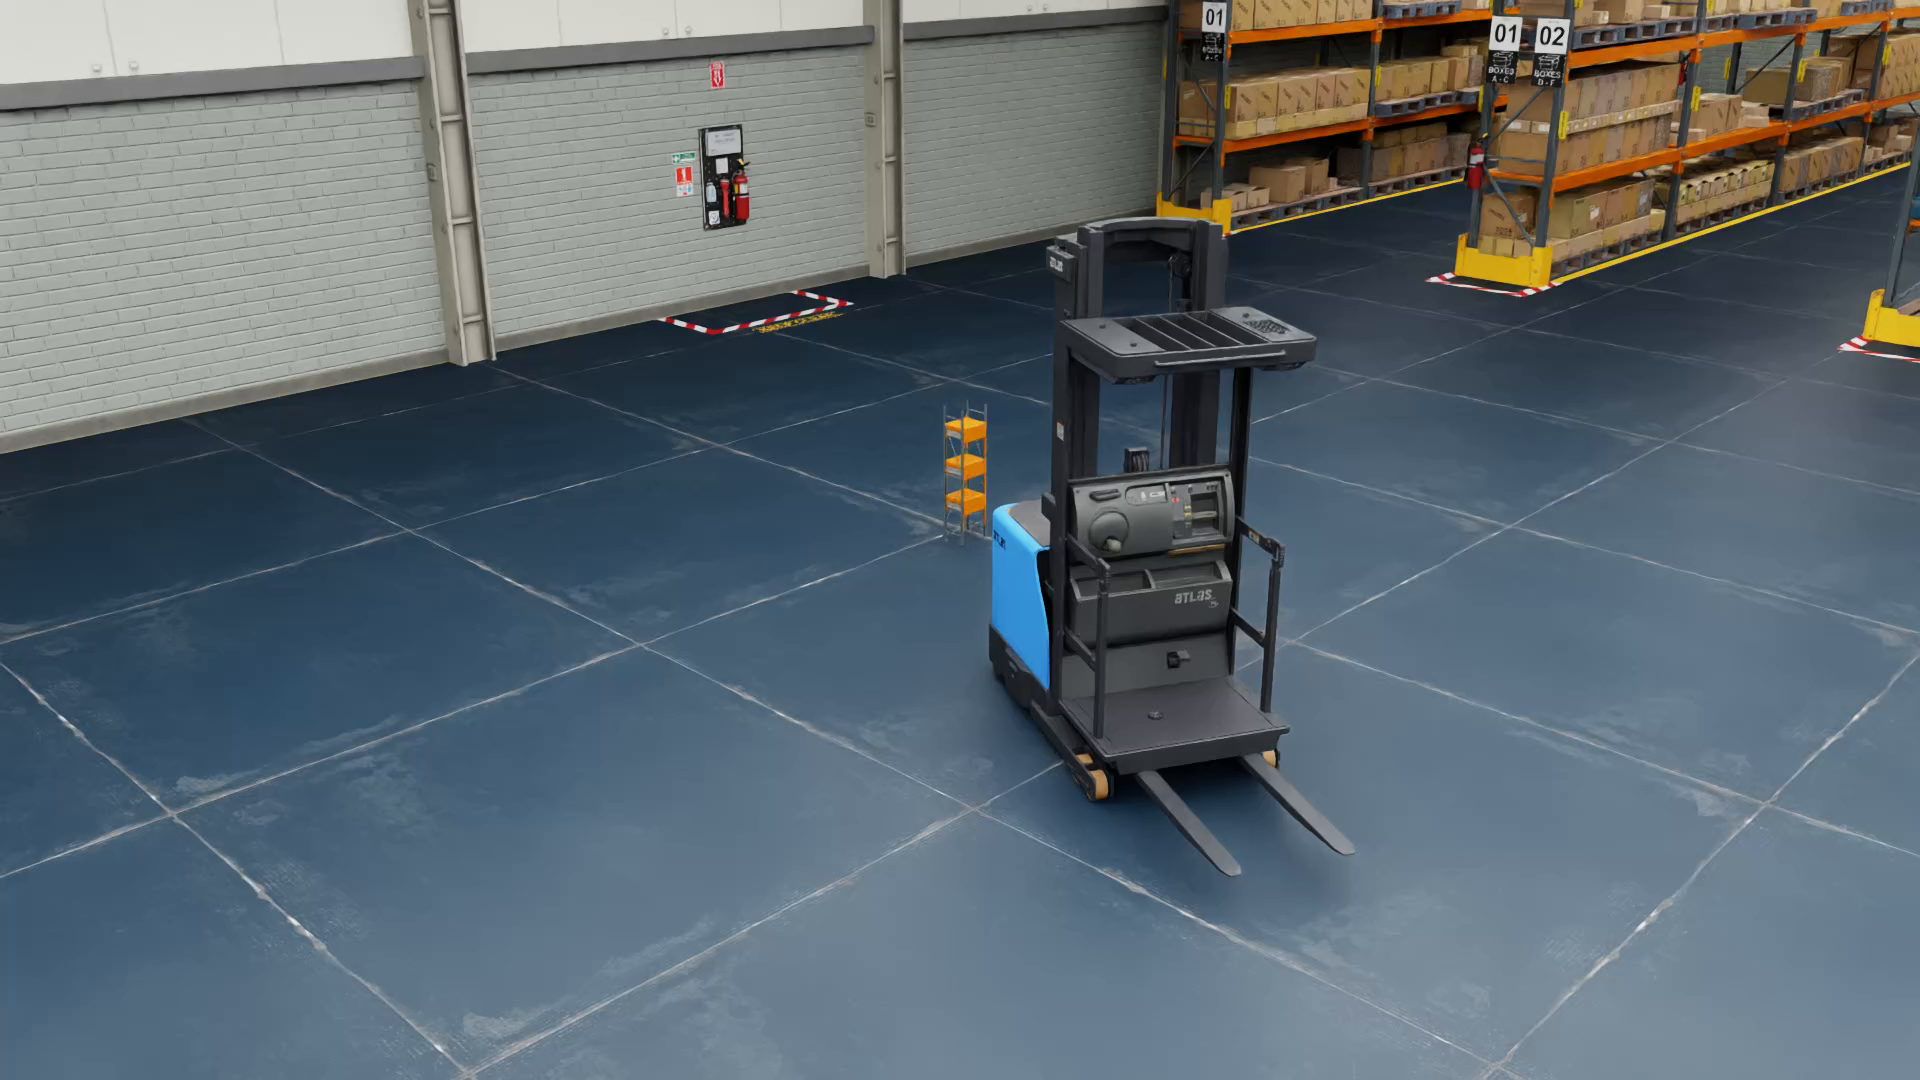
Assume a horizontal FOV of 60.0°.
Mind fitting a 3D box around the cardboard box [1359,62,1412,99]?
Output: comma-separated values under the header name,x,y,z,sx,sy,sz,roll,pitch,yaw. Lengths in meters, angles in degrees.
name,x,y,z,sx,sy,sz,roll,pitch,yaw
cardboard box,6.940,-7.521,27.209,0.500,0.500,0.700,-17,27,-37

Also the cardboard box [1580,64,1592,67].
name,x,y,z,sx,sy,sz,roll,pitch,yaw
cardboard box,11.605,-9.075,31.421,0.500,0.500,0.500,19,28,40

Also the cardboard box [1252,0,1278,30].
name,x,y,z,sx,sy,sz,roll,pitch,yaw
cardboard box,4.188,-7.585,23.781,0.500,0.500,0.500,-18,27,-39

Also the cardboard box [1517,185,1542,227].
name,x,y,z,sx,sy,sz,roll,pitch,yaw
cardboard box,7.775,-4.474,22.235,0.500,0.500,0.500,19,28,41

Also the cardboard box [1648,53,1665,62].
name,x,y,z,sx,sy,sz,roll,pitch,yaw
cardboard box,13.689,-9.906,33.749,0.980,0.700,0.700,19,28,40

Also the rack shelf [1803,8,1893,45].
name,x,y,z,sx,sy,sz,roll,pitch,yaw
rack shelf,13.903,-8.373,26.999,1.077,0.370,4.000,19,28,41

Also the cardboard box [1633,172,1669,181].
name,x,y,z,sx,sy,sz,roll,pitch,yaw
cardboard box,10.153,-5.252,24.523,0.500,0.311,0.500,-19,28,-41

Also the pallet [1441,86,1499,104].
name,x,y,z,sx,sy,sz,roll,pitch,yaw
pallet,8.535,-7.734,28.782,1.213,0.211,1.003,19,28,41

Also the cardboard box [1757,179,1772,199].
name,x,y,z,sx,sy,sz,roll,pitch,yaw
cardboard box,12.315,-5.511,25.978,0.500,0.250,0.500,-19,28,-41

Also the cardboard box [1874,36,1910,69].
name,x,y,z,sx,sy,sz,roll,pitch,yaw
cardboard box,16.188,-8.519,29.026,0.500,0.500,0.500,18,28,39

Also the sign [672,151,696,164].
name,x,y,z,sx,sy,sz,roll,pitch,yaw
sign,-3.143,-4.352,18.928,0.001,0.109,0.331,19,28,41

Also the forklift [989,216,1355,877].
name,x,y,z,sx,sy,sz,roll,pitch,yaw
forklift,1.122,-0.129,8.826,1.130,2.935,3.031,-7,22,-17

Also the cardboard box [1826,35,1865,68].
name,x,y,z,sx,sy,sz,roll,pitch,yaw
cardboard box,15.465,-8.531,29.055,0.500,0.500,0.500,19,28,41

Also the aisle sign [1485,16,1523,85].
name,x,y,z,sx,sy,sz,roll,pitch,yaw
aisle sign,6.671,-6.008,20.401,0.394,0.787,0.004,19,28,41

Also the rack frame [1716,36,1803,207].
name,x,y,z,sx,sy,sz,roll,pitch,yaw
rack frame,12.508,-6.794,26.071,1.000,3.000,0.127,19,28,41

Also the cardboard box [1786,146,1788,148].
name,x,y,z,sx,sy,sz,roll,pitch,yaw
cardboard box,13.353,-6.265,27.565,0.500,0.500,0.500,18,27,39

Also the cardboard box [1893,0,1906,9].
name,x,y,z,sx,sy,sz,roll,pitch,yaw
cardboard box,15.815,-9.216,28.399,0.500,0.250,0.500,19,28,41

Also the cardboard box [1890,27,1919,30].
name,x,y,z,sx,sy,sz,roll,pitch,yaw
cardboard box,17.590,-9.316,31.099,0.500,0.500,0.500,-19,28,-40

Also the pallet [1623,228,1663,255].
name,x,y,z,sx,sy,sz,roll,pitch,yaw
pallet,9.133,-4.271,23.391,1.003,0.211,1.213,19,28,41

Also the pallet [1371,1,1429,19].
name,x,y,z,sx,sy,sz,roll,pitch,yaw
pallet,6.672,-8.450,26.458,1.213,0.211,1.003,19,28,41

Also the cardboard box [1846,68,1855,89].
name,x,y,z,sx,sy,sz,roll,pitch,yaw
cardboard box,15.463,-8.062,29.229,0.500,0.500,0.500,-20,28,-41

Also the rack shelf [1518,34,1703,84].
name,x,y,z,sx,sy,sz,roll,pitch,yaw
rack shelf,8.322,-6.316,21.649,1.077,0.370,4.000,19,28,41

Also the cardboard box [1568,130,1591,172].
name,x,y,z,sx,sy,sz,roll,pitch,yaw
cardboard box,7.625,-5.038,21.361,0.500,0.500,0.700,-19,28,-41

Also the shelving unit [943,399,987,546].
name,x,y,z,sx,sy,sz,roll,pitch,yaw
shelving unit,0.037,-0.504,12.422,0.215,1.050,0.252,19,28,41

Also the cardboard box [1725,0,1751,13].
name,x,y,z,sx,sy,sz,roll,pitch,yaw
cardboard box,11.095,-7.769,24.048,0.500,0.250,0.500,16,26,36

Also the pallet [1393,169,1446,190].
name,x,y,z,sx,sy,sz,roll,pitch,yaw
pallet,7.559,-6.219,28.461,1.003,0.211,1.213,19,28,41

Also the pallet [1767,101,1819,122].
name,x,y,z,sx,sy,sz,roll,pitch,yaw
pallet,12.930,-6.897,26.604,1.213,0.211,1.003,19,28,41

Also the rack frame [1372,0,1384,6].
name,x,y,z,sx,sy,sz,roll,pitch,yaw
rack frame,6.166,-9.805,25.543,1.000,3.000,0.127,19,28,41

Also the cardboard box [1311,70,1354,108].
name,x,y,z,sx,sy,sz,roll,pitch,yaw
cardboard box,5.713,-6.966,25.653,0.500,0.500,0.500,19,28,40

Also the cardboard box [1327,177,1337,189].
name,x,y,z,sx,sy,sz,roll,pitch,yaw
cardboard box,5.814,-5.743,26.671,0.380,0.166,0.250,15,26,34

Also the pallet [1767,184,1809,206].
name,x,y,z,sx,sy,sz,roll,pitch,yaw
pallet,13.056,-5.675,27.046,1.003,0.211,1.213,19,28,41

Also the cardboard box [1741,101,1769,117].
name,x,y,z,sx,sy,sz,roll,pitch,yaw
cardboard box,12.223,-6.670,25.872,0.500,0.311,0.500,-18,27,-39

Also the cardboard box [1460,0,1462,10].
name,x,y,z,sx,sy,sz,roll,pitch,yaw
cardboard box,7.985,-9.181,27.927,0.637,0.503,0.797,-15,26,-35

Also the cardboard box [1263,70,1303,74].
name,x,y,z,sx,sy,sz,roll,pitch,yaw
cardboard box,4.973,-6.967,25.656,0.500,0.500,0.500,-19,28,-41

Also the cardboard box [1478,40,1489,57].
name,x,y,z,sx,sy,sz,roll,pitch,yaw
cardboard box,9.477,-8.638,29.240,0.500,0.250,0.500,-19,28,-41

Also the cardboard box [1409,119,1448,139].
name,x,y,z,sx,sy,sz,roll,pitch,yaw
cardboard box,8.048,-7.093,28.673,0.500,0.250,0.500,-20,28,-41

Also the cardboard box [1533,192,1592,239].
name,x,y,z,sx,sy,sz,roll,pitch,yaw
cardboard box,7.808,-4.212,21.553,0.500,0.500,0.500,19,28,41

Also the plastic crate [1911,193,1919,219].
name,x,y,z,sx,sy,sz,roll,pitch,yaw
plastic crate,10.608,-3.631,18.049,0.499,0.251,0.616,19,28,41

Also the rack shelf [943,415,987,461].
name,x,y,z,sx,sy,sz,roll,pitch,yaw
rack shelf,0.037,-0.759,12.324,0.215,0.259,0.240,19,28,41

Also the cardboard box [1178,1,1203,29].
name,x,y,z,sx,sy,sz,roll,pitch,yaw
cardboard box,3.485,-7.604,23.828,0.500,0.500,0.500,-18,27,-38

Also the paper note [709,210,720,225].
name,x,y,z,sx,sy,sz,roll,pitch,yaw
paper note,-2.866,-3.766,19.419,0.016,0.148,0.142,19,28,41

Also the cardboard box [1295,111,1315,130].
name,x,y,z,sx,sy,sz,roll,pitch,yaw
cardboard box,5.009,-6.358,25.117,0.500,0.250,0.500,20,28,41

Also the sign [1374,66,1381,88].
name,x,y,z,sx,sy,sz,roll,pitch,yaw
sign,6.560,-7.275,26.115,0.100,0.325,0.005,19,28,41

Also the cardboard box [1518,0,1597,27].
name,x,y,z,sx,sy,sz,roll,pitch,yaw
cardboard box,7.331,-6.594,20.445,0.637,0.503,0.797,-18,27,-38

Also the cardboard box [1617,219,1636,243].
name,x,y,z,sx,sy,sz,roll,pitch,yaw
cardboard box,8.856,-4.247,22.689,0.500,0.250,0.500,19,28,41

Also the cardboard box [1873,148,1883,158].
name,x,y,z,sx,sy,sz,roll,pitch,yaw
cardboard box,16.342,-6.984,29.900,0.380,0.166,0.250,19,28,41

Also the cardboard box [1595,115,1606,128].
name,x,y,z,sx,sy,sz,roll,pitch,yaw
cardboard box,8.074,-5.400,21.400,0.380,0.149,0.250,18,27,39

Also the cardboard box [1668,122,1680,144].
name,x,y,z,sx,sy,sz,roll,pitch,yaw
cardboard box,10.029,-5.834,23.780,0.500,0.250,0.500,-18,27,-39

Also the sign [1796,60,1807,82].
name,x,y,z,sx,sy,sz,roll,pitch,yaw
sign,12.908,-7.197,25.504,0.100,0.325,0.005,19,28,41

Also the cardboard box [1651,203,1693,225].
name,x,y,z,sx,sy,sz,roll,pitch,yaw
cardboard box,10.176,-4.720,23.922,0.500,0.250,0.500,18,28,39

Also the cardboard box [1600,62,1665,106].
name,x,y,z,sx,sy,sz,roll,pitch,yaw
cardboard box,9.061,-6.173,22.505,0.700,0.500,0.500,19,28,41

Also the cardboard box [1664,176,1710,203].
name,x,y,z,sx,sy,sz,roll,pitch,yaw
cardboard box,10.537,-5.112,24.159,0.500,0.311,0.500,19,28,40

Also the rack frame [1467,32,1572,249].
name,x,y,z,sx,sy,sz,roll,pitch,yaw
rack frame,6.927,-4.738,20.721,1.000,3.000,0.127,19,28,41

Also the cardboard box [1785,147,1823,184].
name,x,y,z,sx,sy,sz,roll,pitch,yaw
cardboard box,13.745,-6.142,27.245,0.500,0.500,0.500,19,28,40

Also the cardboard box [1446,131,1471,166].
name,x,y,z,sx,sy,sz,roll,pitch,yaw
cardboard box,8.491,-6.874,29.148,0.500,0.500,0.700,-20,29,-41

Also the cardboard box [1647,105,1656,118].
name,x,y,z,sx,sy,sz,roll,pitch,yaw
cardboard box,9.144,-5.793,22.423,0.380,0.149,0.250,19,28,41

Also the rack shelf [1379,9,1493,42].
name,x,y,z,sx,sy,sz,roll,pitch,yaw
rack shelf,7.561,-8.584,27.547,1.077,0.370,4.000,19,28,41
